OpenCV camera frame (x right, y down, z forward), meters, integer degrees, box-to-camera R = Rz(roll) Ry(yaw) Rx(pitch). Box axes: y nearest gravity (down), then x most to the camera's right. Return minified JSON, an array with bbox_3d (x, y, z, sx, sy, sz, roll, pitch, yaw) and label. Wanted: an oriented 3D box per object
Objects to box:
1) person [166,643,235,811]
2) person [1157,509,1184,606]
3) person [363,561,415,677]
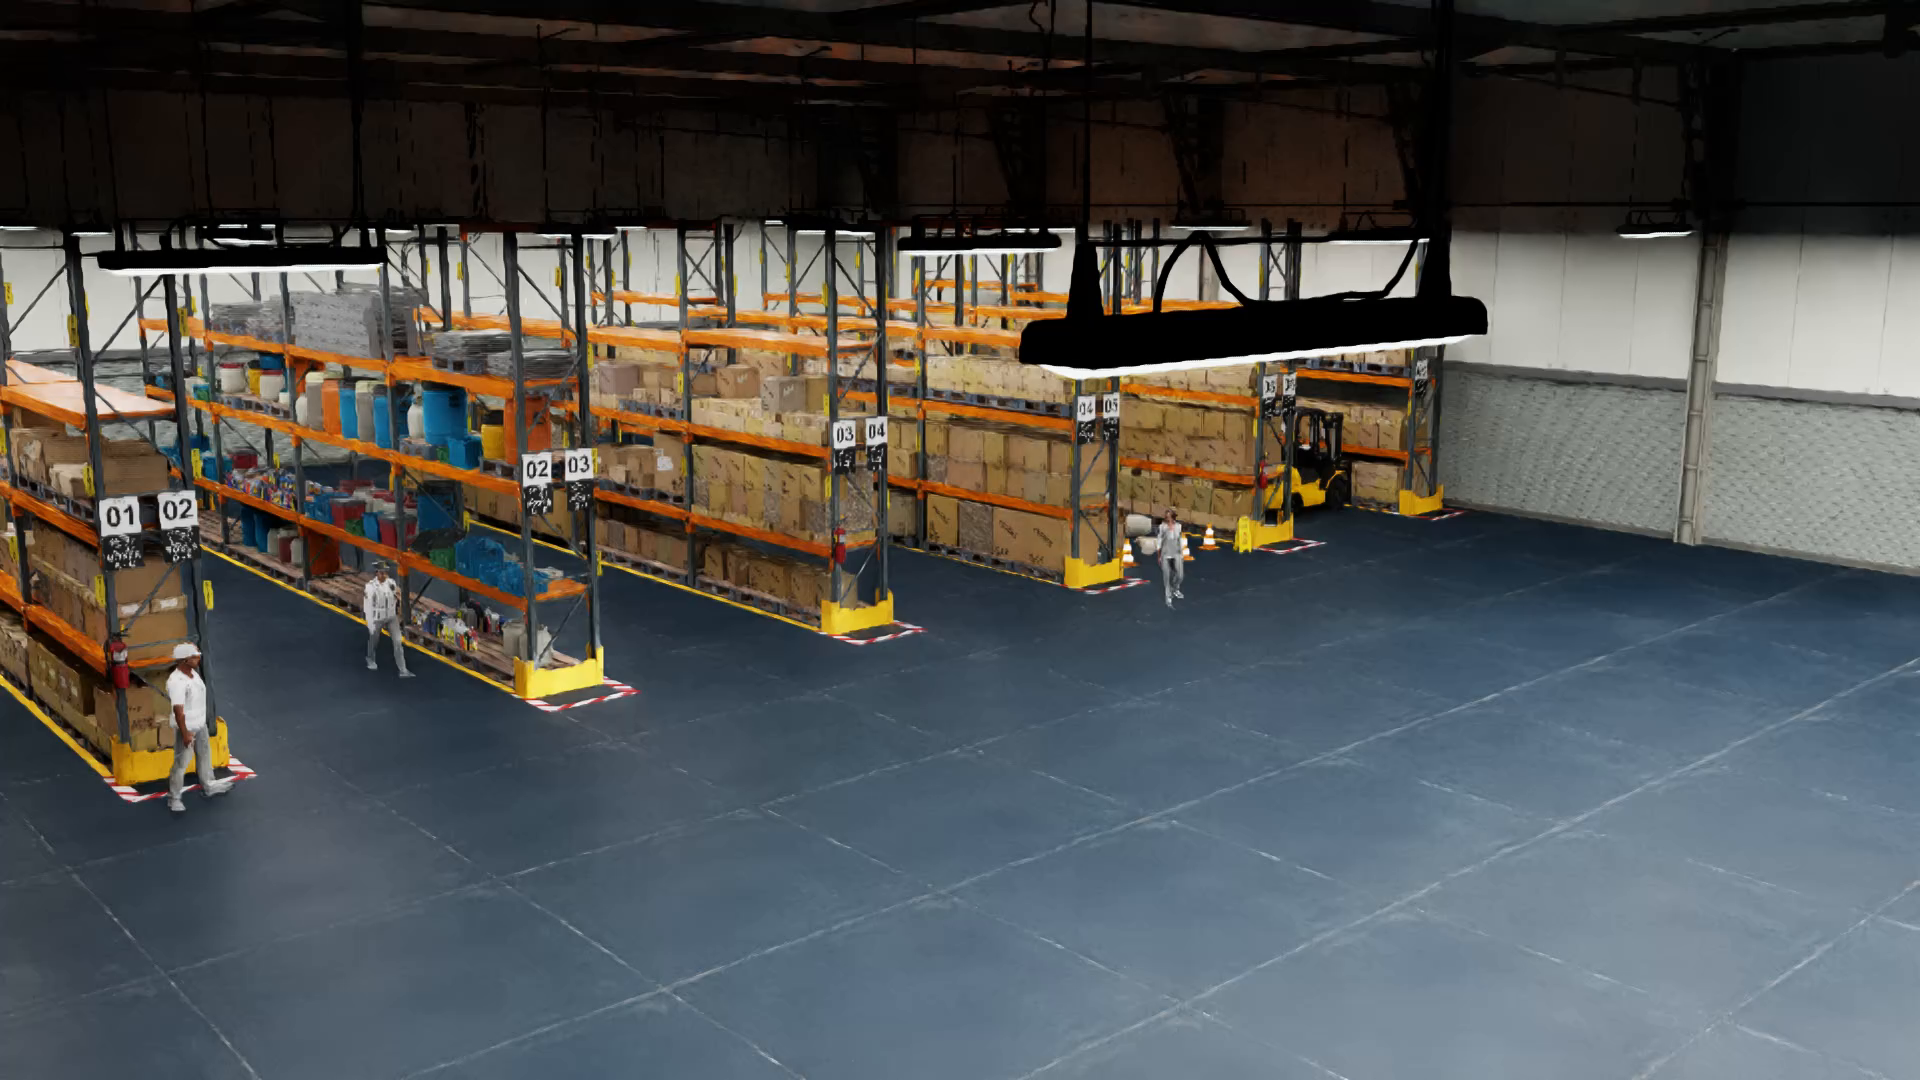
[{"bbox_3d":[-8.187,1.946,17.724,0.533,1.758,0.726,-1,11,-5],"label":"person"},{"bbox_3d":[3.371,0.255,26.591,0.471,1.589,0.476,0,11,-2],"label":"person"},{"bbox_3d":[-7.836,1.045,22.578,0.495,1.589,1.086,-9,15,-38],"label":"person"}]
